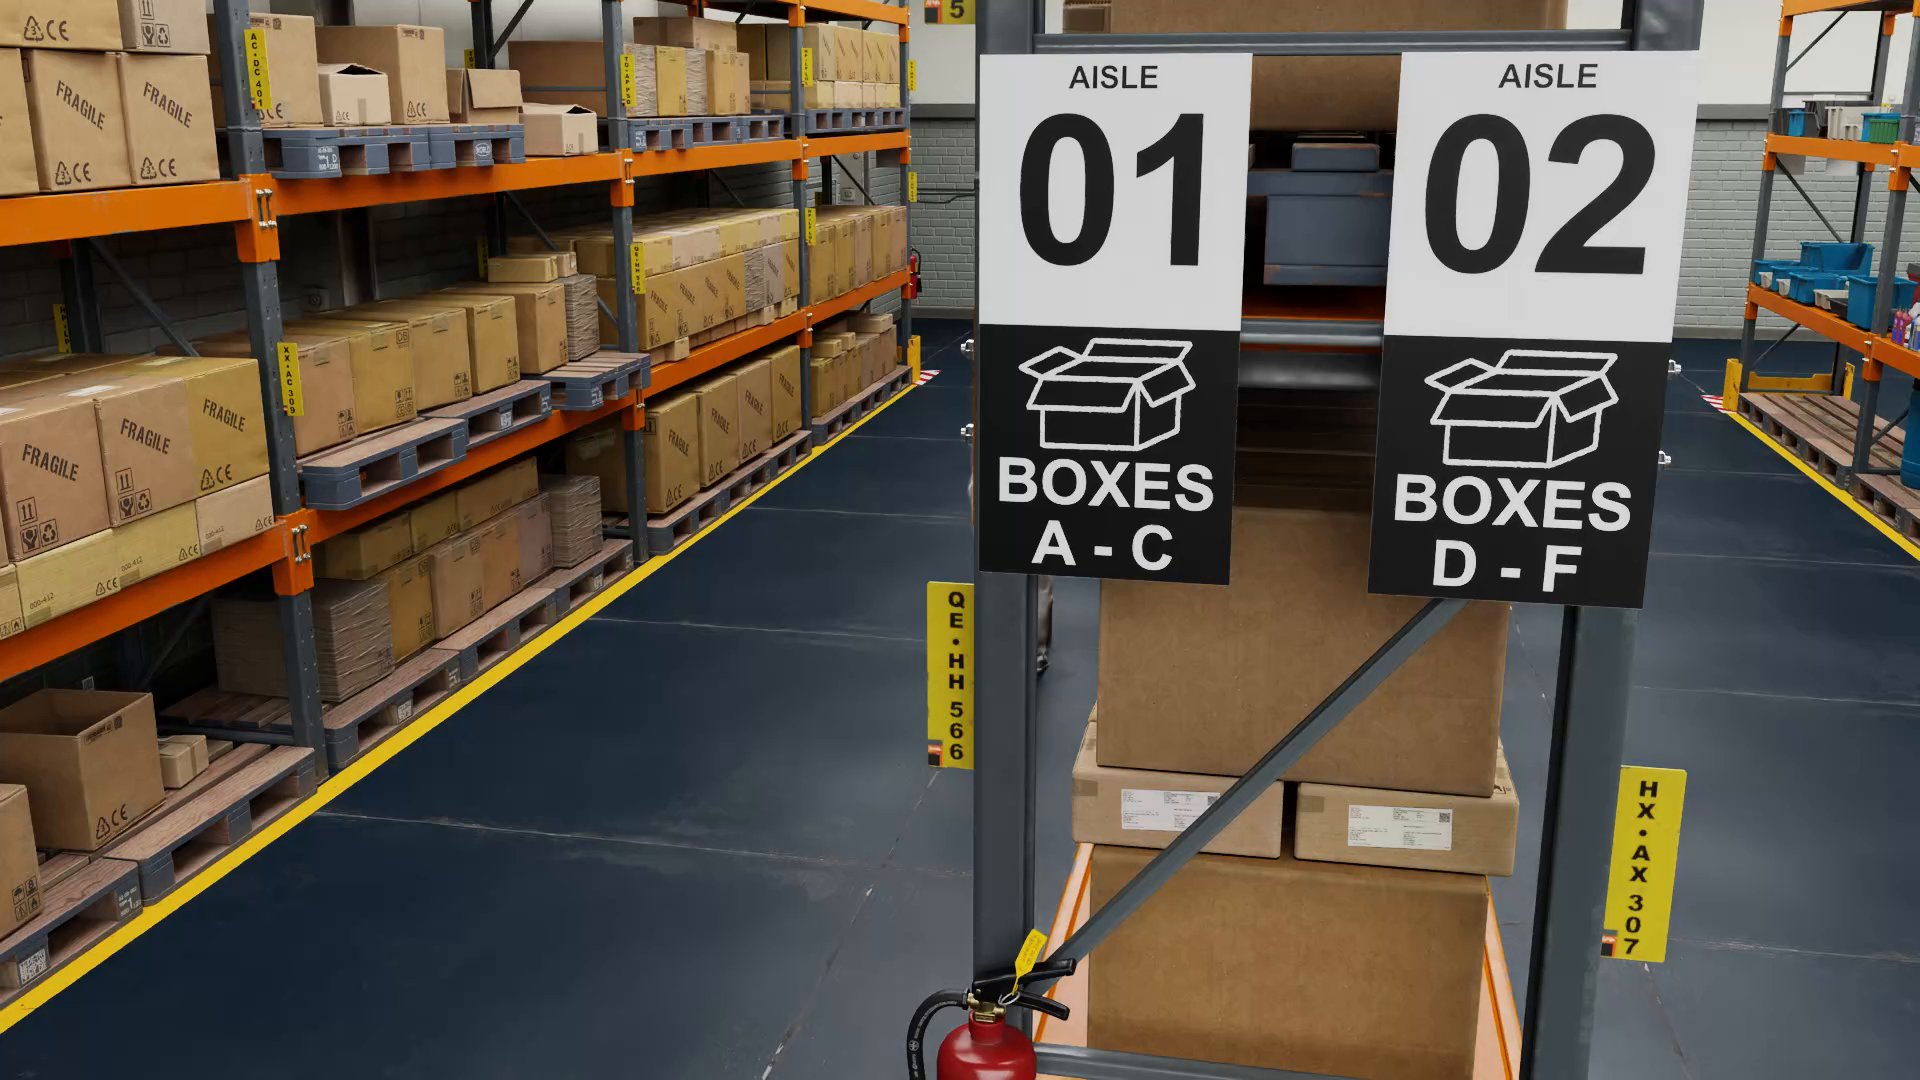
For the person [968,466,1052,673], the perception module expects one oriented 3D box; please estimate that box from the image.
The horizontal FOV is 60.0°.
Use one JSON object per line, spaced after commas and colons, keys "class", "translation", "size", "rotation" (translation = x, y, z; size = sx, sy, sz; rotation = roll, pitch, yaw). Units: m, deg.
{"class": "person", "translation": [0.296, -0.055, 9.342], "size": [0.504, 1.616, 0.465], "rotation": [3, 15, 13]}
